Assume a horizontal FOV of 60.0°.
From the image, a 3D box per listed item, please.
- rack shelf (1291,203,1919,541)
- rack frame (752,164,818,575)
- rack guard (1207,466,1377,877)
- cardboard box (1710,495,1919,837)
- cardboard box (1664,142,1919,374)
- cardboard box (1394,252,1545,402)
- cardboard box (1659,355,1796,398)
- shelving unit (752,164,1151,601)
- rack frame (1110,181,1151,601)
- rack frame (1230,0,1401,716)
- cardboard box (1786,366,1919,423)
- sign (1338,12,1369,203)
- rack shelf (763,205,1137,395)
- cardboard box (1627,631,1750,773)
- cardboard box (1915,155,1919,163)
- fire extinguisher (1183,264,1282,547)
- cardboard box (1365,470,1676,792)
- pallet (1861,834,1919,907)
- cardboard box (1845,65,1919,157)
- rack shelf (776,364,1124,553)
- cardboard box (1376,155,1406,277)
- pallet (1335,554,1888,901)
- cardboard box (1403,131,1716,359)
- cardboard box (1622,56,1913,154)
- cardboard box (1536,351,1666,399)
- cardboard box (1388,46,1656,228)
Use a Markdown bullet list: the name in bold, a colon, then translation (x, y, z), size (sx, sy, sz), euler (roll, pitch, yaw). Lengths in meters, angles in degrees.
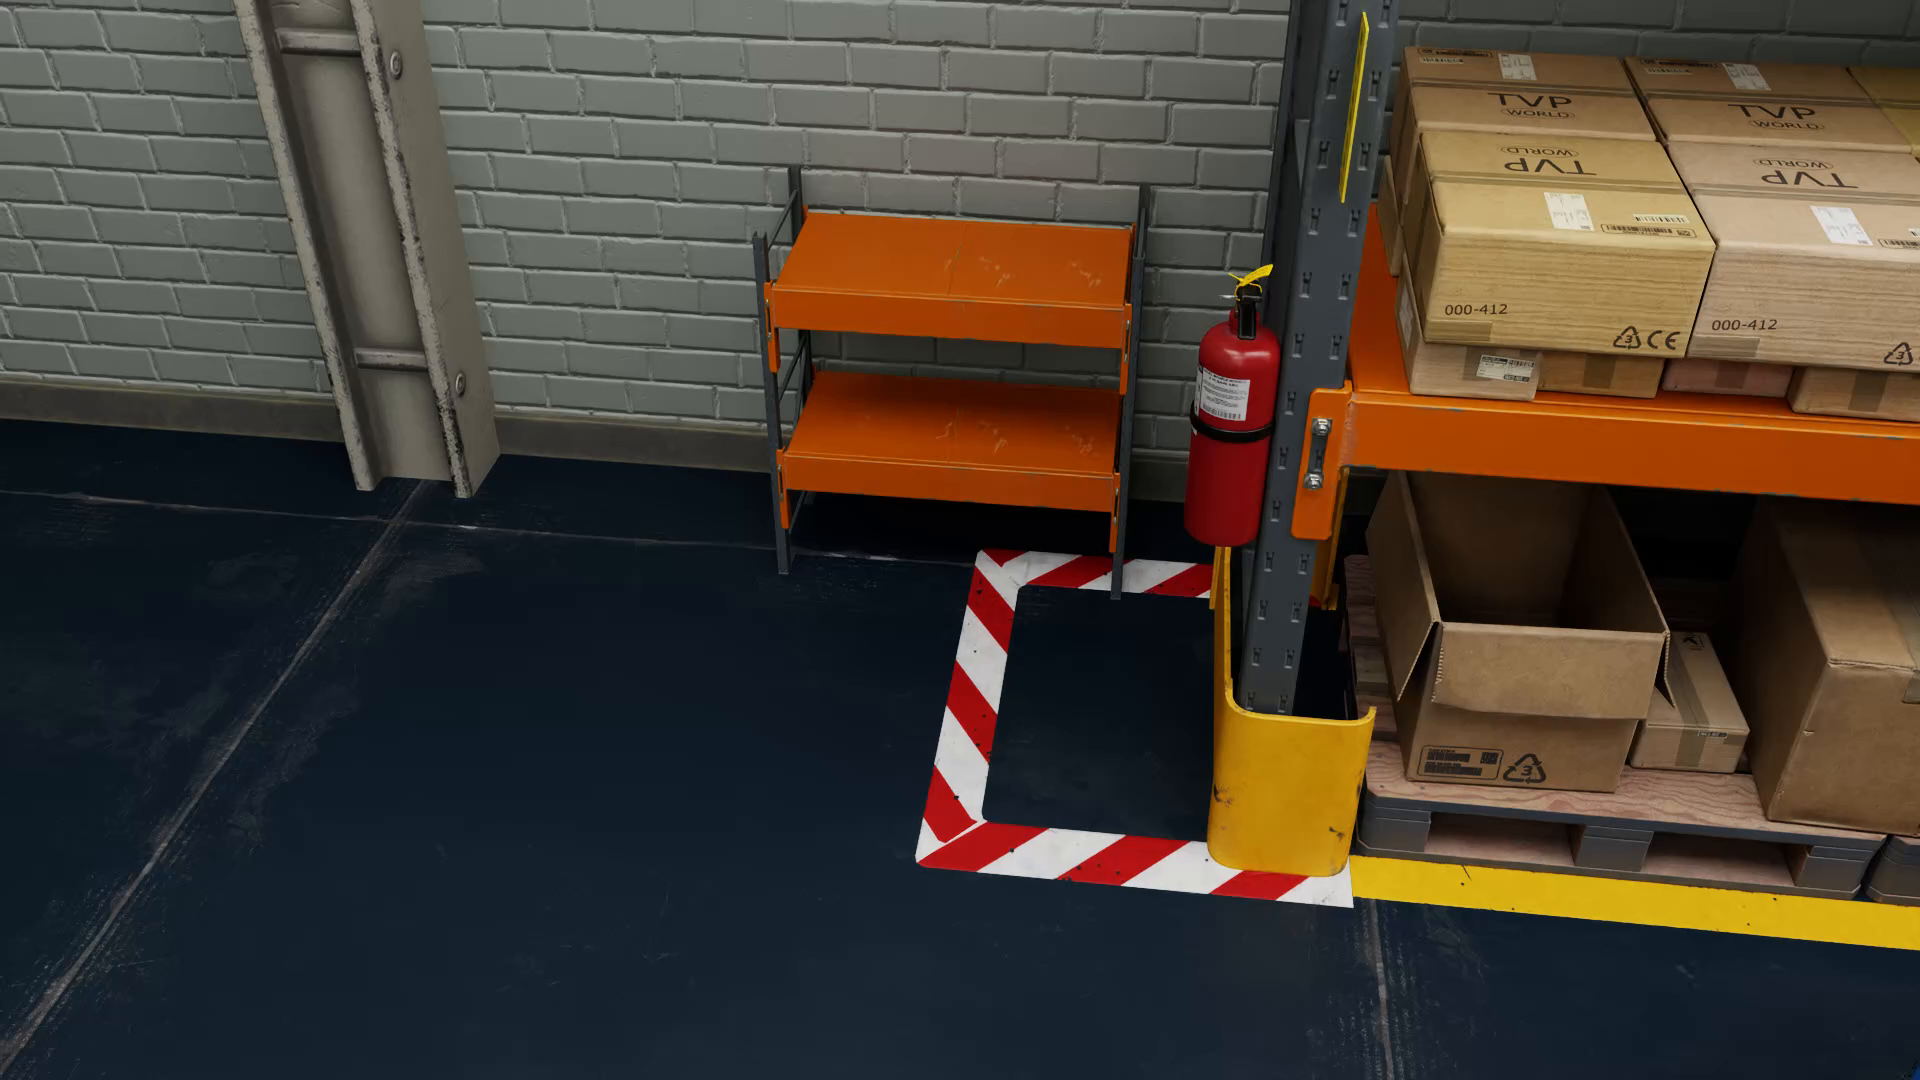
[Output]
- **rack shelf**: translation (2.766, -0.302, 3.710), size (4.000, 0.370, 1.077), euler (4, 36, 6)
- **rack frame**: translation (-0.511, -0.494, 4.975), size (0.032, 1.125, 0.500), euler (4, 36, 6)
- **rack guard**: translation (0.858, 0.281, 4.427), size (0.348, 0.500, 1.175), euler (4, 36, 6)
- **cardboard box**: translation (2.220, 0.290, 4.052), size (0.500, 0.500, 0.700), euler (6, 36, 8)
- **cardboard box**: translation (1.698, -0.577, 3.349), size (0.500, 0.250, 0.500), euler (5, 36, 6)
- **cardboard box**: translation (1.073, -0.458, 3.526), size (0.250, 0.149, 0.380), euler (4, 36, 6)
- **cardboard box**: translation (1.597, -0.466, 3.537), size (0.250, 0.149, 0.380), euler (4, 36, 5)
- **shelving unit**: translation (-0.006, -0.458, 4.923), size (1.048, 1.125, 0.538), euler (4, 36, 6)
- **rack frame**: translation (0.498, -0.421, 4.871), size (0.032, 1.125, 0.500), euler (4, 36, 6)
- **rack frame**: translation (0.782, -0.743, 3.708), size (0.127, 3.000, 1.000), euler (4, 36, 6)
- **cardboard box**: translation (1.840, -0.412, 3.462), size (0.250, 0.149, 0.380), euler (5, 36, 7)
- **sign**: translation (0.713, -0.782, 3.019), size (0.005, 0.325, 0.100), euler (4, 36, 6)
- **rack shelf**: translation (-0.006, -0.696, 4.753), size (1.000, 0.278, 0.538), euler (4, 36, 6)
- **cardboard box**: translation (1.793, 0.401, 4.199), size (0.250, 0.149, 0.380), euler (3, 36, 4)
- **cardboard box**: translation (2.201, -0.541, 3.299), size (0.500, 0.250, 0.500), euler (4, 36, 5)
- **fire extinguisher**: translation (0.578, -0.304, 3.481), size (0.183, 0.674, 0.296), euler (4, 36, 6)
- **cardboard box**: translation (1.377, 0.203, 4.172), size (0.637, 0.503, 0.797), euler (3, 36, 4)
- **pallet**: translation (2.855, 0.548, 4.300), size (1.213, 0.211, 1.003), euler (4, 36, 6)
- **cardboard box**: translation (2.274, -0.843, 3.722), size (0.500, 0.250, 0.500), euler (5, 36, 7)
- **rack shelf**: translation (-0.006, -0.259, 5.065), size (1.000, 0.278, 0.538), euler (4, 36, 6)
- **cardboard box**: translation (1.145, -0.770, 3.964), size (0.250, 0.149, 0.380), euler (4, 36, 5)
- **pallet**: translation (1.649, 0.457, 4.429), size (1.213, 0.211, 1.003), euler (4, 36, 6)
- **cardboard box**: translation (1.198, -0.614, 3.401), size (0.500, 0.250, 0.500), euler (4, 36, 6)
- **cardboard box**: translation (1.784, -0.883, 3.778), size (0.500, 0.250, 0.500), euler (4, 36, 6)
- **cardboard box**: translation (1.332, -0.466, 3.537), size (0.250, 0.149, 0.380), euler (5, 36, 7)
- **cardboard box**: translation (1.272, -0.921, 3.832), size (0.500, 0.250, 0.500), euler (5, 36, 7)
